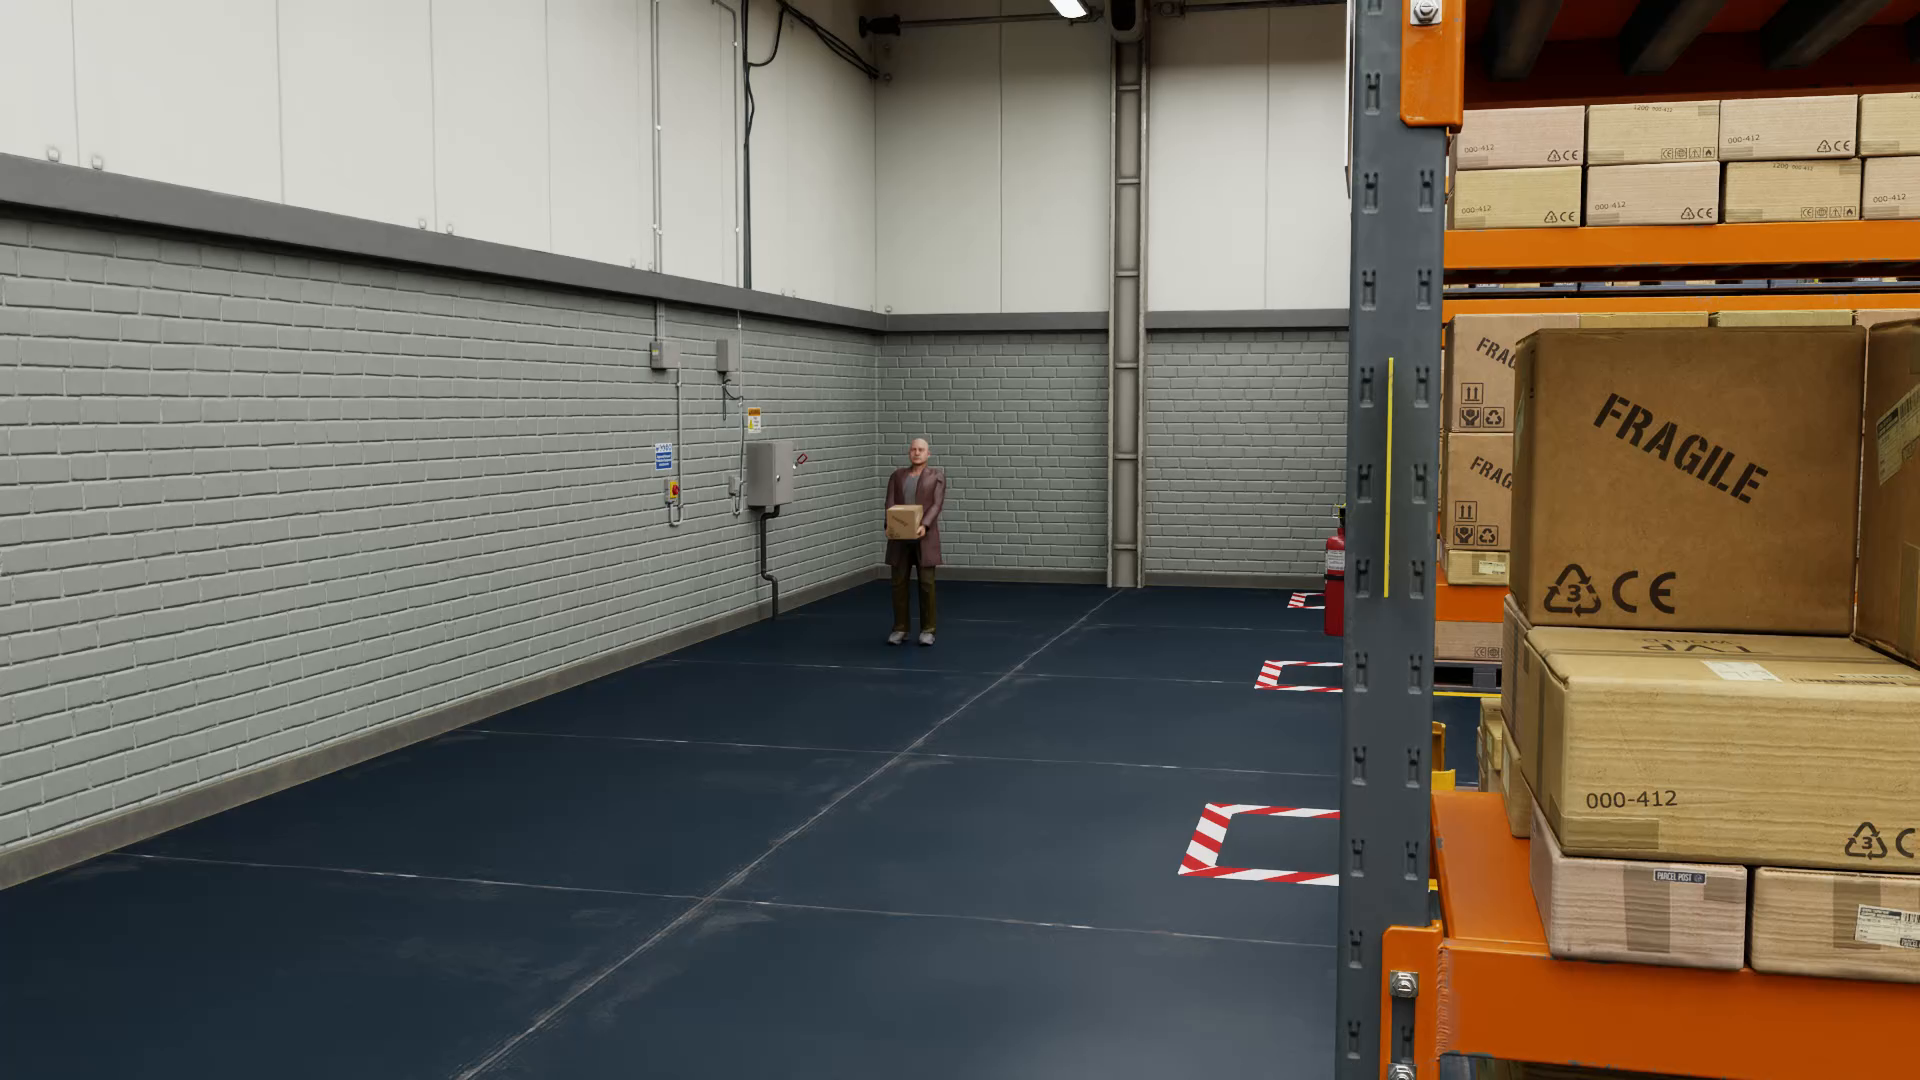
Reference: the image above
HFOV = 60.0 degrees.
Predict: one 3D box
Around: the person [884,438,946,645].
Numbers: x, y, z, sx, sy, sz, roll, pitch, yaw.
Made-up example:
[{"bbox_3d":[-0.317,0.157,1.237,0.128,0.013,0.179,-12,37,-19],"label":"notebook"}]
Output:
[{"bbox_3d":[-0.412,0.018,14.279,0.530,1.769,0.562,1,5,14],"label":"person"}]
